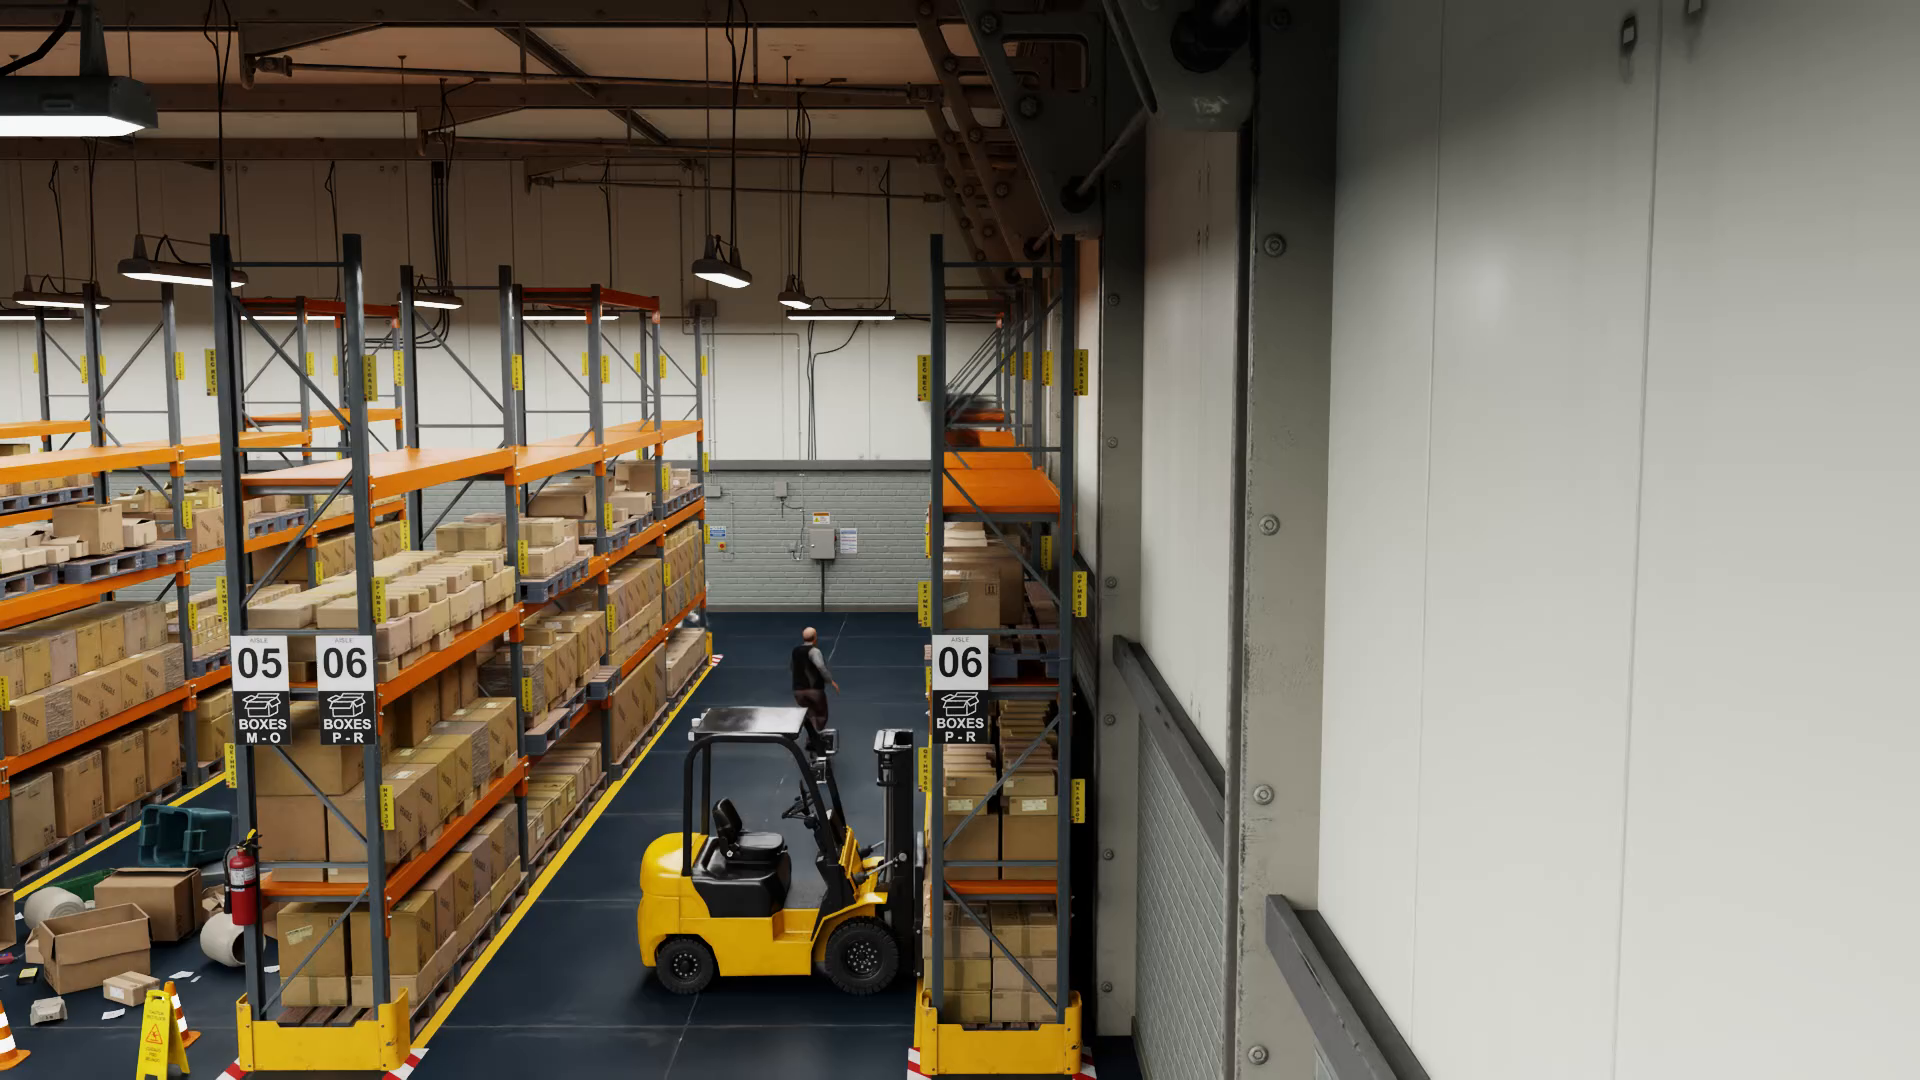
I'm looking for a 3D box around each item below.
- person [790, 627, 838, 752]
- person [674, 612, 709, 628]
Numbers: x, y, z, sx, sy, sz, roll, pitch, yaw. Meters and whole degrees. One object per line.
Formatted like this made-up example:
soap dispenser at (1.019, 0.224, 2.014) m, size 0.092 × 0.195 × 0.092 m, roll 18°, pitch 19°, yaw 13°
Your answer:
person at (-1.939, 1.987, 21.661) m, size 0.745 × 1.658 × 0.641 m, roll 3°, pitch 7°, yaw 23°
person at (-4.985, 0.963, 30.225) m, size 0.913 × 1.749 × 0.671 m, roll -3°, pitch 7°, yaw -28°
